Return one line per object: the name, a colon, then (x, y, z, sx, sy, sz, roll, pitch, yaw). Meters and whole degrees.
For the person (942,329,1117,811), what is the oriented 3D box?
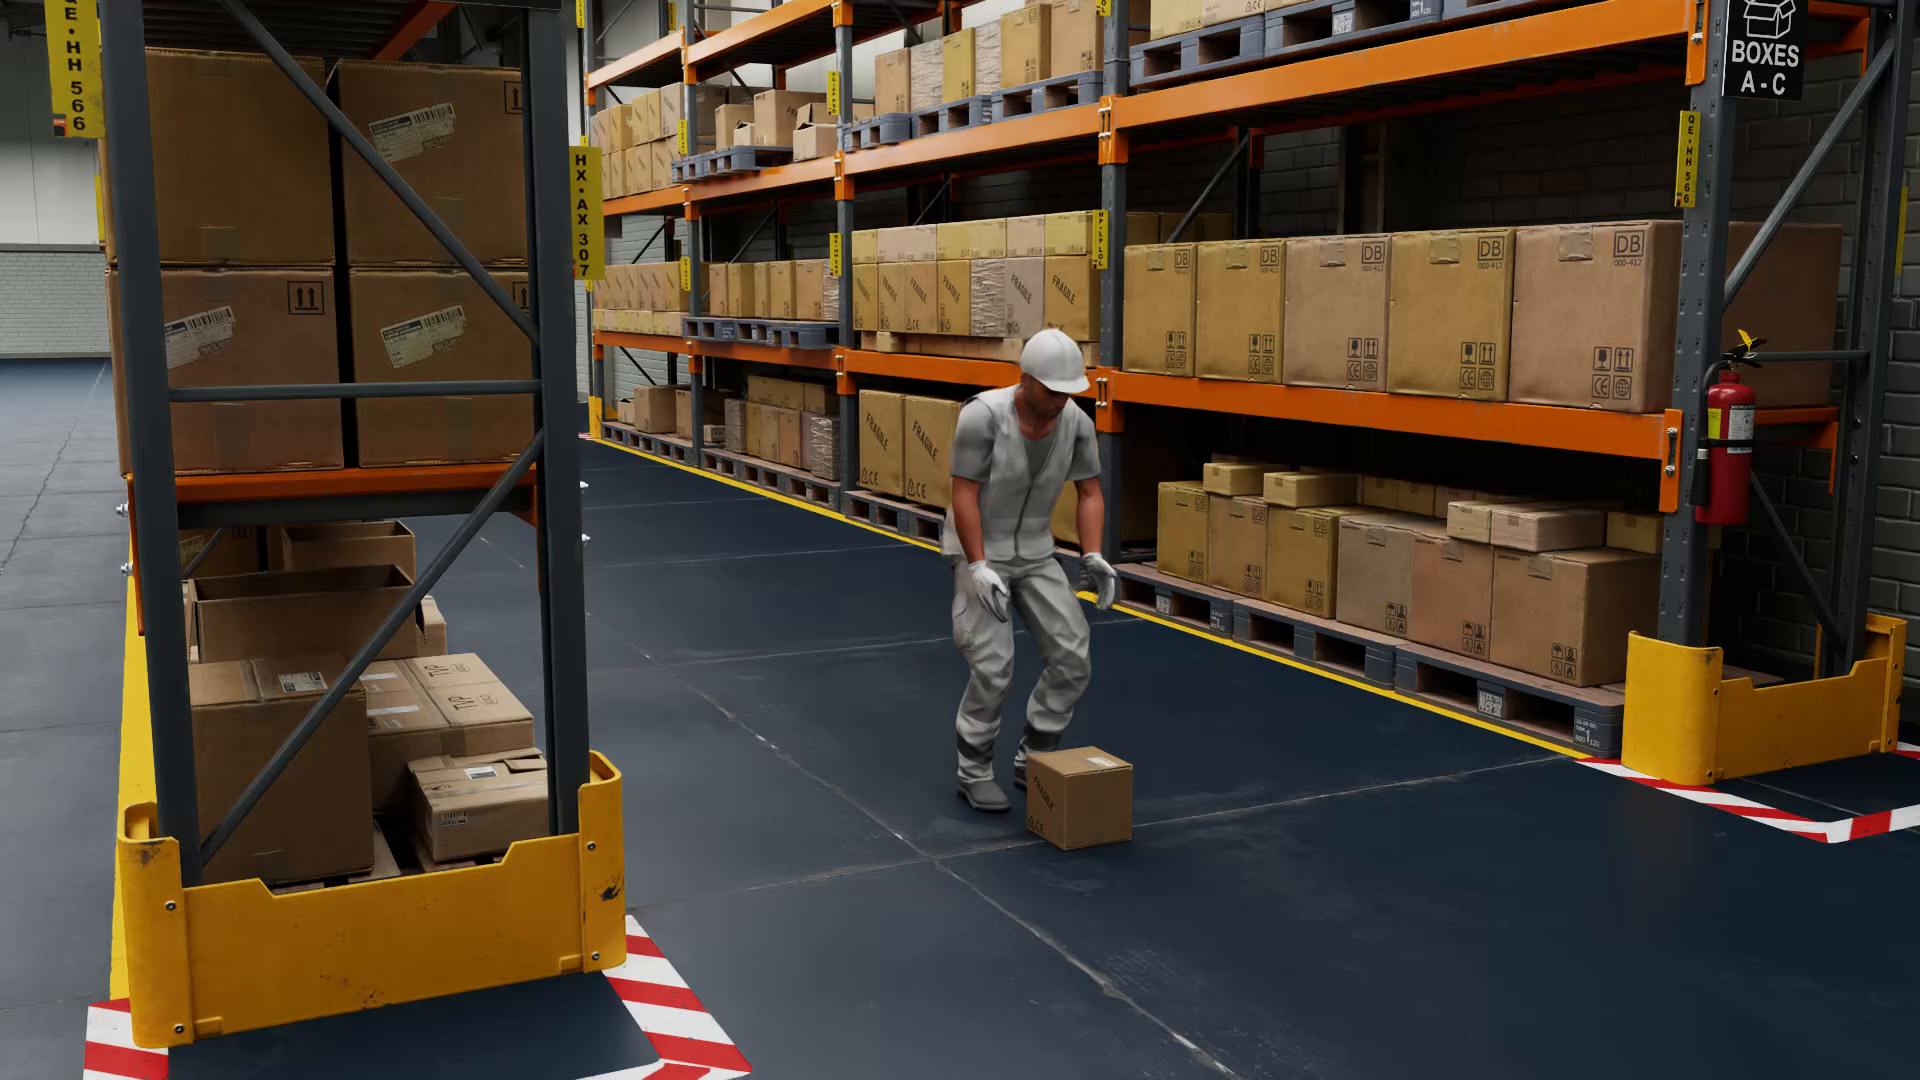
person: (0.229, 0.094, 5.682, 0.568, 1.627, 0.602, -4, 9, -25)
